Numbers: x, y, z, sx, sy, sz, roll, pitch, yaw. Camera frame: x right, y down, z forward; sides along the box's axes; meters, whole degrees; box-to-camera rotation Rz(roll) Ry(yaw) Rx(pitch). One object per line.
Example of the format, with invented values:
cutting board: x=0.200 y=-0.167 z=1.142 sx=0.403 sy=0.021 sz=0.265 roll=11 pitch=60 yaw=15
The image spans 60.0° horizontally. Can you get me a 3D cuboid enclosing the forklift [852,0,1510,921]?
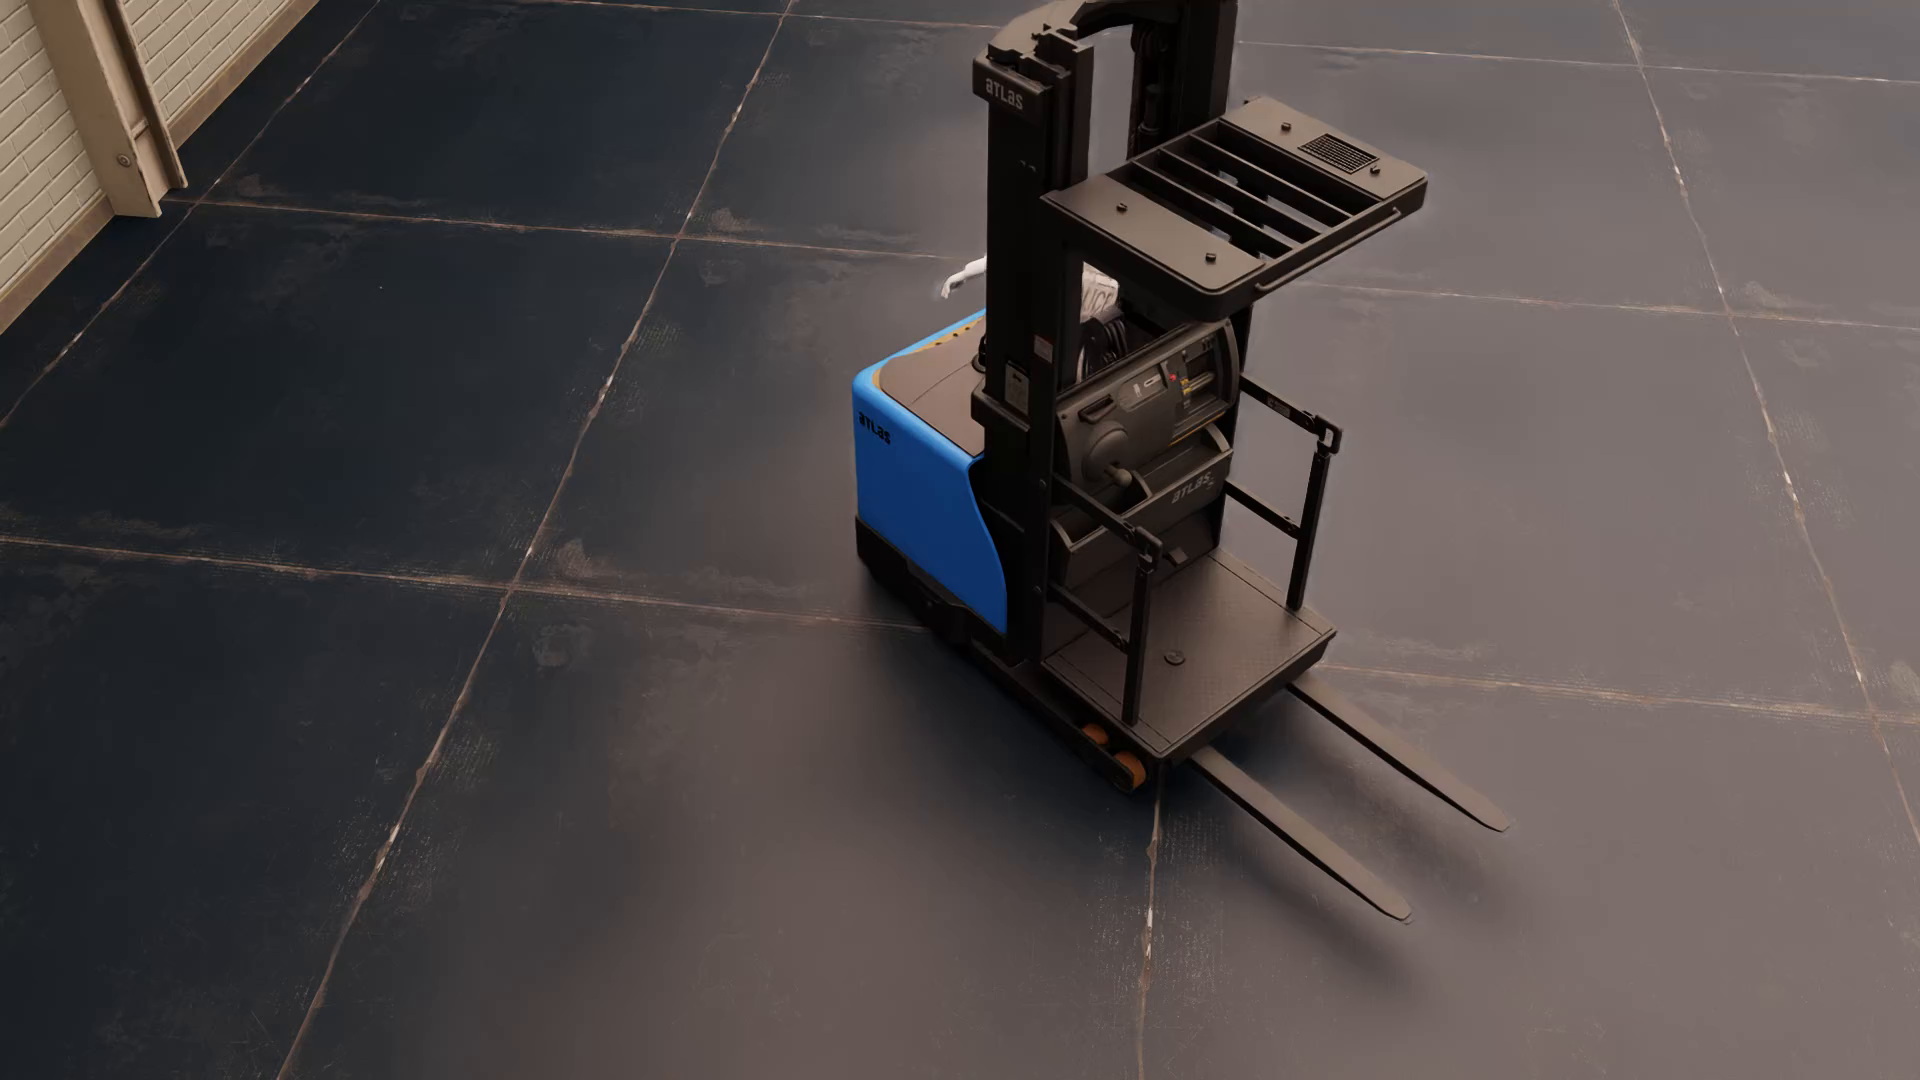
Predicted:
forklift: x=0.868 y=-0.449 z=6.213 sx=1.130 sy=2.935 sz=3.031 roll=-31 pitch=51 yaw=-29

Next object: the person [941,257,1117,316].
person: x=0.453 y=-1.005 z=7.927 sx=1.090 sy=1.431 sz=0.744 roll=-2 pitch=43 yaw=-2
